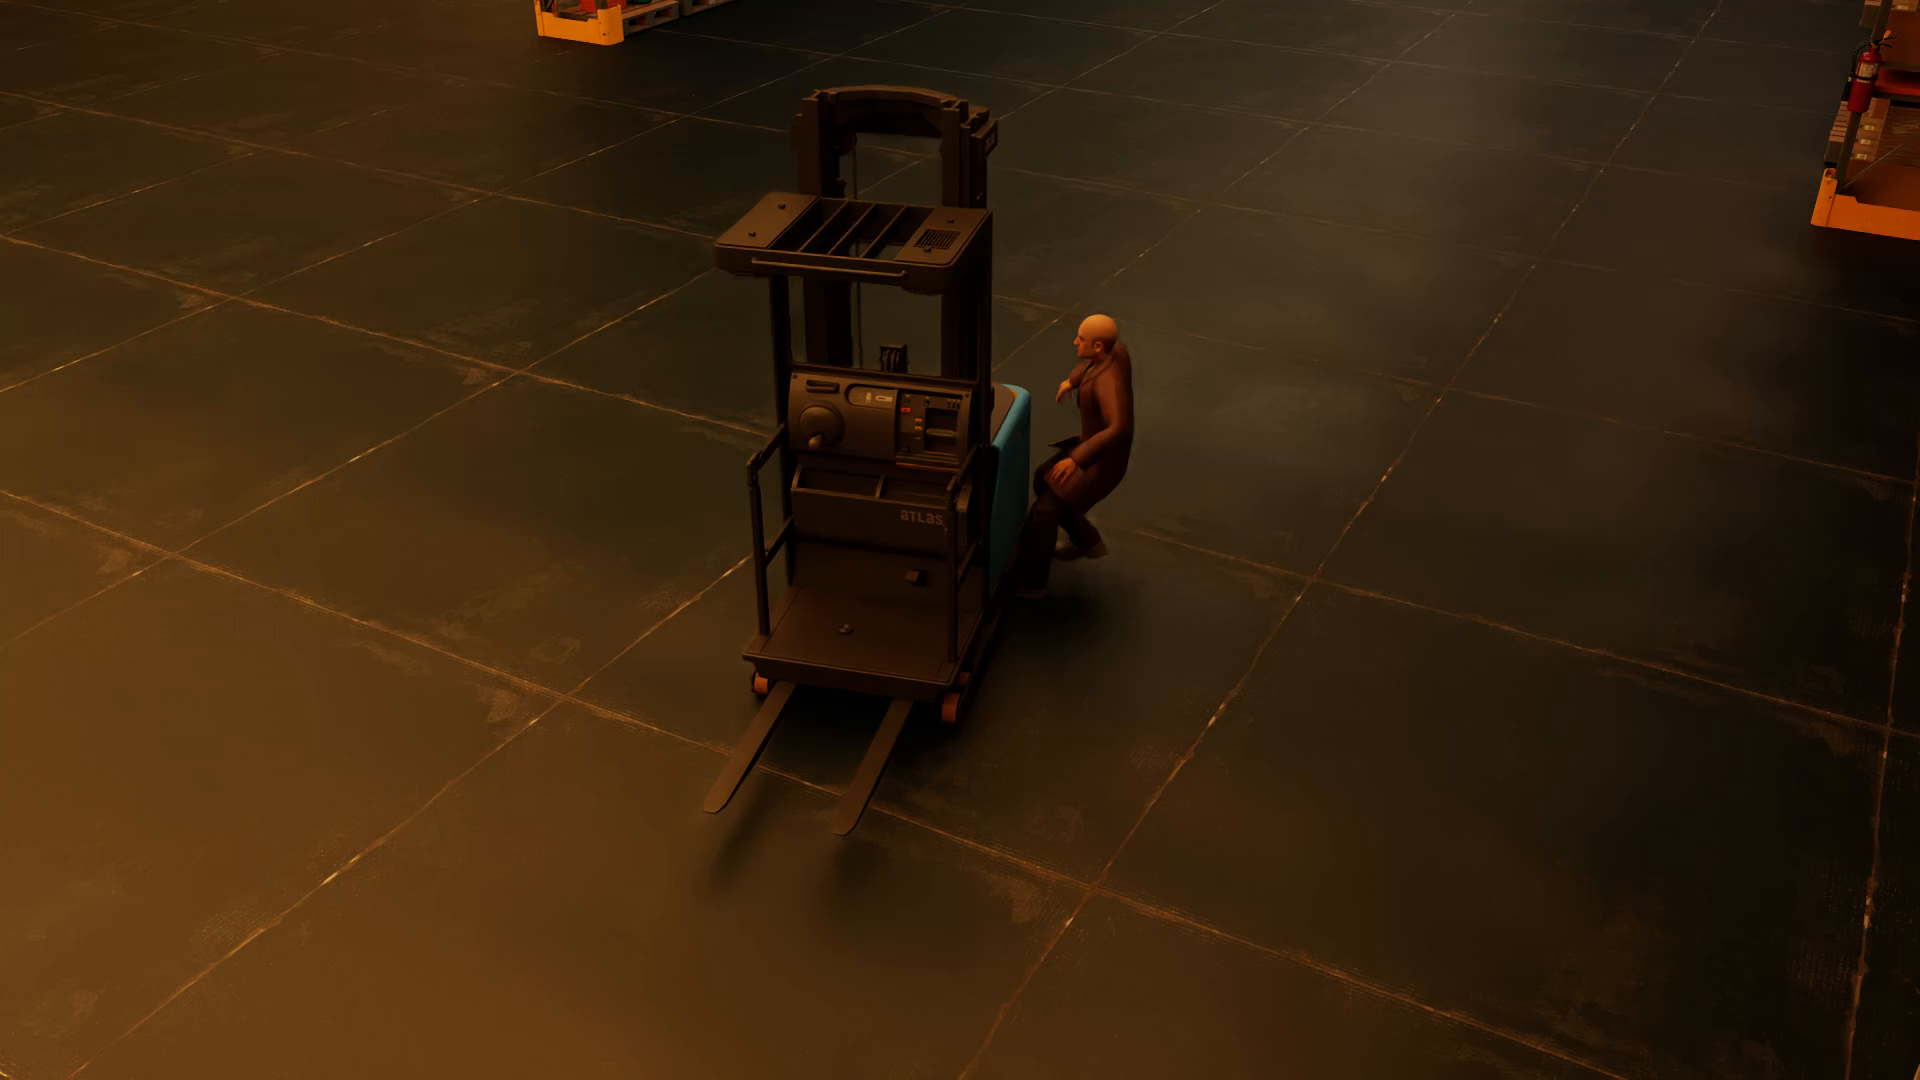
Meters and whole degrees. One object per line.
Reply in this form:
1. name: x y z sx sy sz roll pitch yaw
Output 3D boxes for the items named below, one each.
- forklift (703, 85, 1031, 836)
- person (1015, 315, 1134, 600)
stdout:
1. forklift: -0.449 -0.552 8.027 1.130 2.935 3.031 7 31 12
2. person: 0.545 -0.473 9.173 0.805 1.655 1.076 5 30 8
